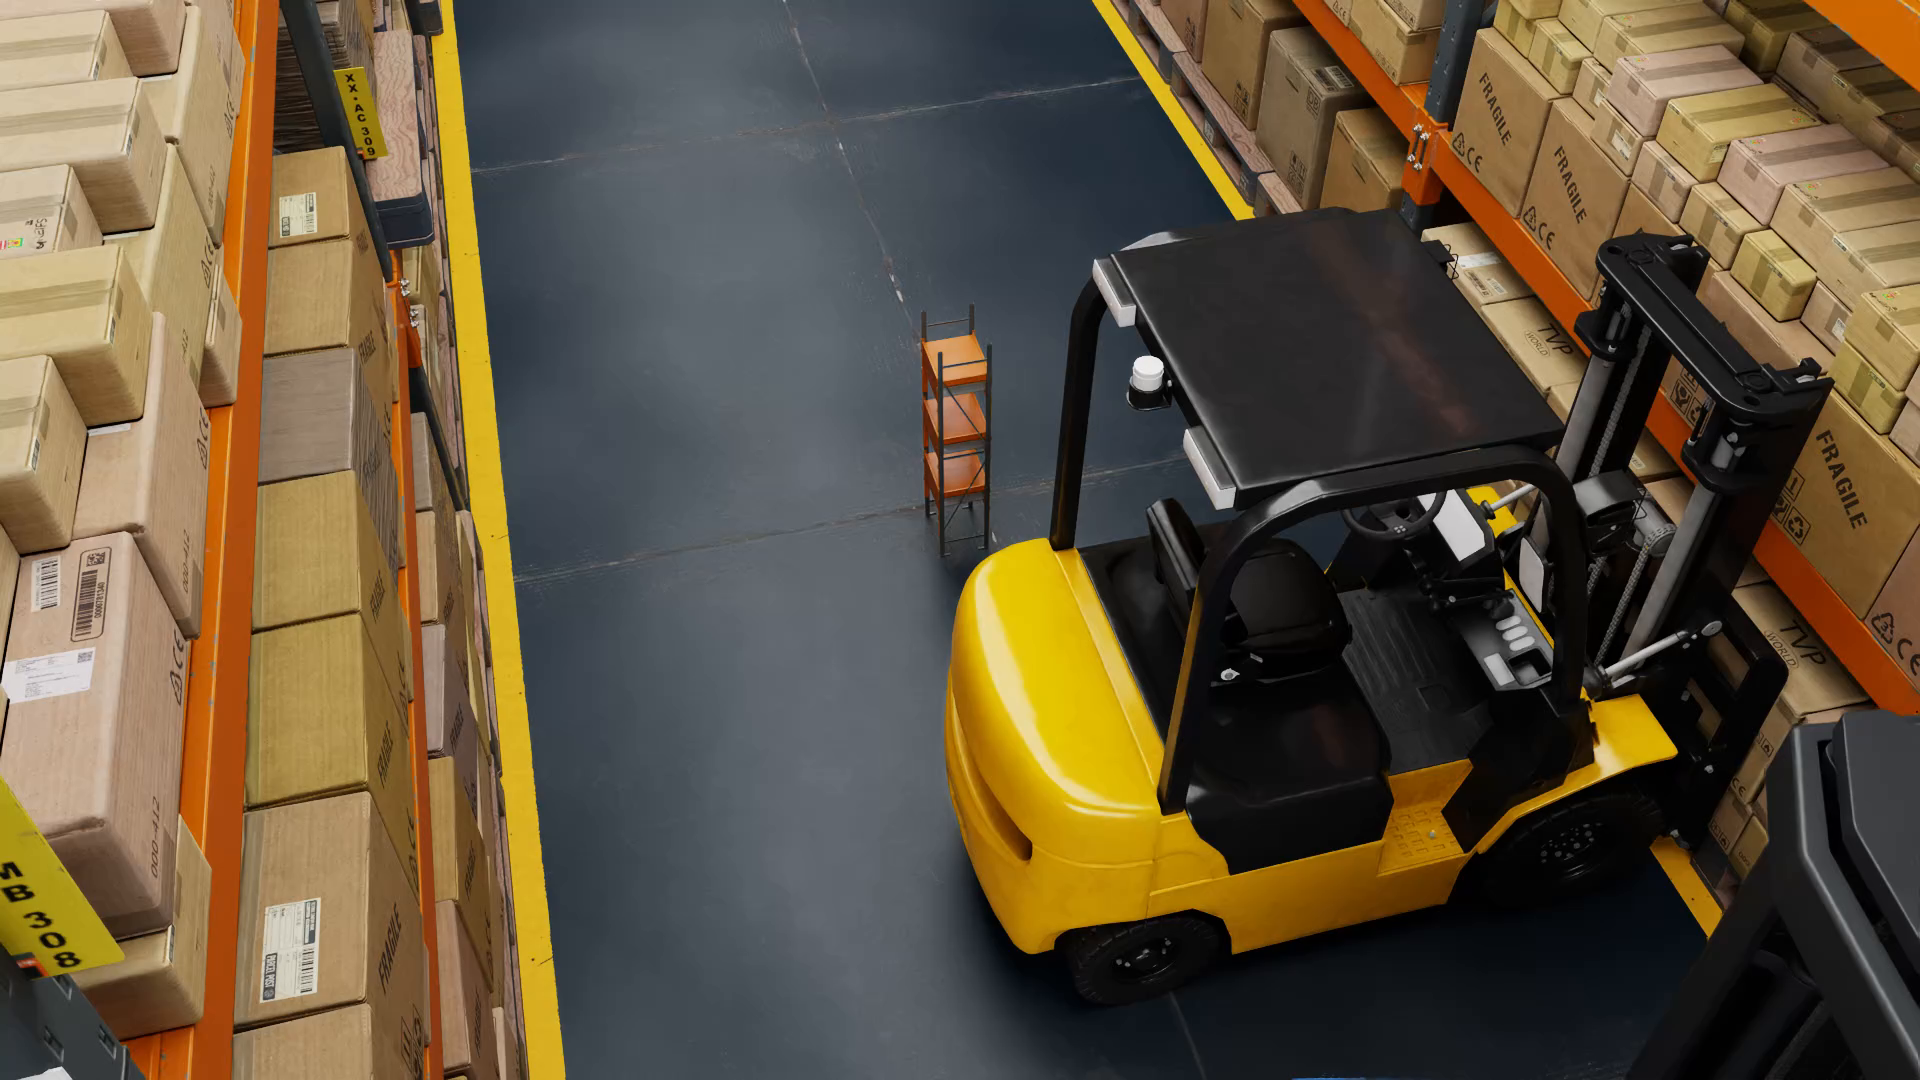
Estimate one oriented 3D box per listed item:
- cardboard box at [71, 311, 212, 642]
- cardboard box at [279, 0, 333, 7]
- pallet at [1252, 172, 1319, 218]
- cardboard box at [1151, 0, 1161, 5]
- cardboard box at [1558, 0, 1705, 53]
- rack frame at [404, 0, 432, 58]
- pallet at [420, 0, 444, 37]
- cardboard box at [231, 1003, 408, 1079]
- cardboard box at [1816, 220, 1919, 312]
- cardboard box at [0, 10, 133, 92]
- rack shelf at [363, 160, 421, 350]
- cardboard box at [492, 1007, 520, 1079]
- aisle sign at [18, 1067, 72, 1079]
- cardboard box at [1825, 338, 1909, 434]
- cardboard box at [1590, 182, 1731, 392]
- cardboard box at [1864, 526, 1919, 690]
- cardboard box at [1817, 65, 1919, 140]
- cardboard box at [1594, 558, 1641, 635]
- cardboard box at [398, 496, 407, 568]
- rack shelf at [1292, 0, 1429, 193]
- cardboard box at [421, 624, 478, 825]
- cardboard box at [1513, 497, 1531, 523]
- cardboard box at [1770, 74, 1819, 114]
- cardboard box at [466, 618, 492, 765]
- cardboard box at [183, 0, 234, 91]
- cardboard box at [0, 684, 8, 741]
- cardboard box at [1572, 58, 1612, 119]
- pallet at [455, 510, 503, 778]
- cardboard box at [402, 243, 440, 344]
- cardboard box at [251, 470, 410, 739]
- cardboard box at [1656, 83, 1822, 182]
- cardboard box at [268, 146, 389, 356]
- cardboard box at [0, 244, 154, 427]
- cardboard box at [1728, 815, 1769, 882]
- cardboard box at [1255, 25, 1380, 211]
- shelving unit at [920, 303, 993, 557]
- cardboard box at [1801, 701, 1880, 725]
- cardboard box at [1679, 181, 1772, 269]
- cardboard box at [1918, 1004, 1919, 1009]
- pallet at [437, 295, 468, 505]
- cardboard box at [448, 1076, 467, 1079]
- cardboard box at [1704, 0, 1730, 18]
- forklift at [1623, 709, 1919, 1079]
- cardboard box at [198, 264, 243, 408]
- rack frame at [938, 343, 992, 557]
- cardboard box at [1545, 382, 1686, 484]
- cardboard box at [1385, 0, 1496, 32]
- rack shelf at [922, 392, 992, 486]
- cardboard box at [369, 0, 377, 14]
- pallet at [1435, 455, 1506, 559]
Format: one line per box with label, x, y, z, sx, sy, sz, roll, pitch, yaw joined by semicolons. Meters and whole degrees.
cardboard box;-1.435;-0.059;2.504;0.500;0.250;0.500;-11;47;-11
cardboard box;-2.247;-1.877;5.463;0.380;0.149;0.250;-11;47;-10
pallet;2.103;-1.410;7.984;1.003;0.211;1.213;-11;47;-10
cardboard box;1.451;-3.529;9.477;0.875;0.625;0.625;-9;46;-9
cardboard box;2.295;-1.815;5.696;0.380;0.149;0.250;-10;46;-10
rack frame;-3.492;-3.736;8.311;1.000;3.000;0.127;-11;47;-10
pallet;-3.621;-3.318;9.854;1.003;0.211;1.213;-11;47;-10
cardboard box;-1.298;1.271;3.126;0.500;0.500;0.500;-11;47;-11
cardboard box;2.659;-0.756;4.658;0.380;0.149;0.250;-10;46;-10
cardboard box;-1.698;-0.793;2.944;0.380;0.149;0.250;-10;46;-9
rack shelf;-2.980;-2.103;7.215;1.077;0.370;4.000;-11;47;-10
cardboard box;-1.507;1.642;4.672;0.500;0.250;0.500;-9;46;-9
aisle sign;-1.129;0.864;1.983;0.394;0.787;0.004;-11;47;-10
cardboard box;2.641;-0.454;4.571;0.380;0.149;0.250;-10;46;-10
cardboard box;2.470;-0.859;5.422;0.500;0.500;0.500;-11;47;-11
cardboard box;2.849;0.191;4.393;0.500;0.500;0.500;-9;46;-9
cardboard box;2.979;-1.380;5.270;0.380;0.149;0.250;-11;47;-11
cardboard box;2.531;0.192;5.743;0.500;0.250;0.500;-11;47;-10
cardboard box;-1.828;-0.019;4.844;0.380;0.149;0.250;-11;47;-11
rack shelf;1.817;-3.013;8.107;1.077;0.370;4.000;-11;47;-10
cardboard box;-1.794;0.641;5.128;0.500;0.500;0.500;-8;46;-8
cardboard box;2.424;0.025;6.256;0.500;0.250;0.500;-10;46;-10
cardboard box;2.920;-1.449;5.545;0.380;0.149;0.250;-10;47;-10
cardboard box;-1.911;0.566;5.726;0.500;0.250;0.500;-12;47;-11
cardboard box;-1.848;-1.117;3.541;0.500;0.250;0.500;-11;47;-11
cardboard box;-1.338;0.264;1.909;0.380;0.149;0.250;-11;47;-11
cardboard box;2.318;-1.525;5.620;0.380;0.149;0.250;-11;47;-10
pallet;-2.262;0.459;6.152;1.003;0.211;1.213;-11;47;-10
cardboard box;-2.792;-1.059;7.233;0.950;0.372;0.625;-8;46;-8
cardboard box;-1.703;0.212;4.163;0.500;0.500;0.500;-12;47;-11
cardboard box;2.411;-1.267;5.159;0.380;0.149;0.250;-11;47;-11
cardboard box;-2.114;-0.852;5.206;0.500;0.500;0.500;-12;47;-11
cardboard box;-1.415;-0.278;2.440;0.380;0.149;0.250;-11;47;-10
cardboard box;2.809;1.081;5.222;0.500;0.250;0.500;-11;47;-10
cardboard box;1.993;-2.095;8.072;0.875;0.625;0.625;-11;47;-11
shelving unit;-0.014;-0.404;6.411;0.215;1.050;0.252;-11;47;-10
cardboard box;2.797;0.730;4.865;0.500;0.250;0.500;-10;46;-10
cardboard box;2.456;-0.989;5.095;0.380;0.149;0.250;-12;47;-12
cardboard box;2.926;1.239;4.717;0.500;0.250;0.500;-11;47;-11
pallet;-2.669;-0.535;7.127;1.003;0.211;1.213;-11;47;-10
cardboard box;-1.390;1.717;4.074;0.500;0.500;0.500;-12;47;-12
cardboard box;2.727;-1.904;5.784;0.380;0.149;0.250;-12;47;-11
forklift;2.062;1.479;3.248;3.031;2.935;1.130;-5;46;-4
cardboard box;-1.550;-0.354;3.073;0.380;0.149;0.250;-10;46;-10
rack frame;0.017;-0.320;6.329;0.200;1.050;0.008;-11;47;-10
cardboard box;2.409;-0.331;5.905;0.500;0.250;0.500;-9;46;-9
cardboard box;1.956;-2.299;6.658;0.500;0.250;0.500;-12;47;-11
rack shelf;-0.014;-0.397;6.419;0.215;0.259;0.240;-11;47;-10
cardboard box;-2.553;-2.326;6.357;0.500;0.500;0.500;-11;47;-11
pallet;2.492;-0.352;6.947;1.003;0.211;1.213;-11;47;-10
